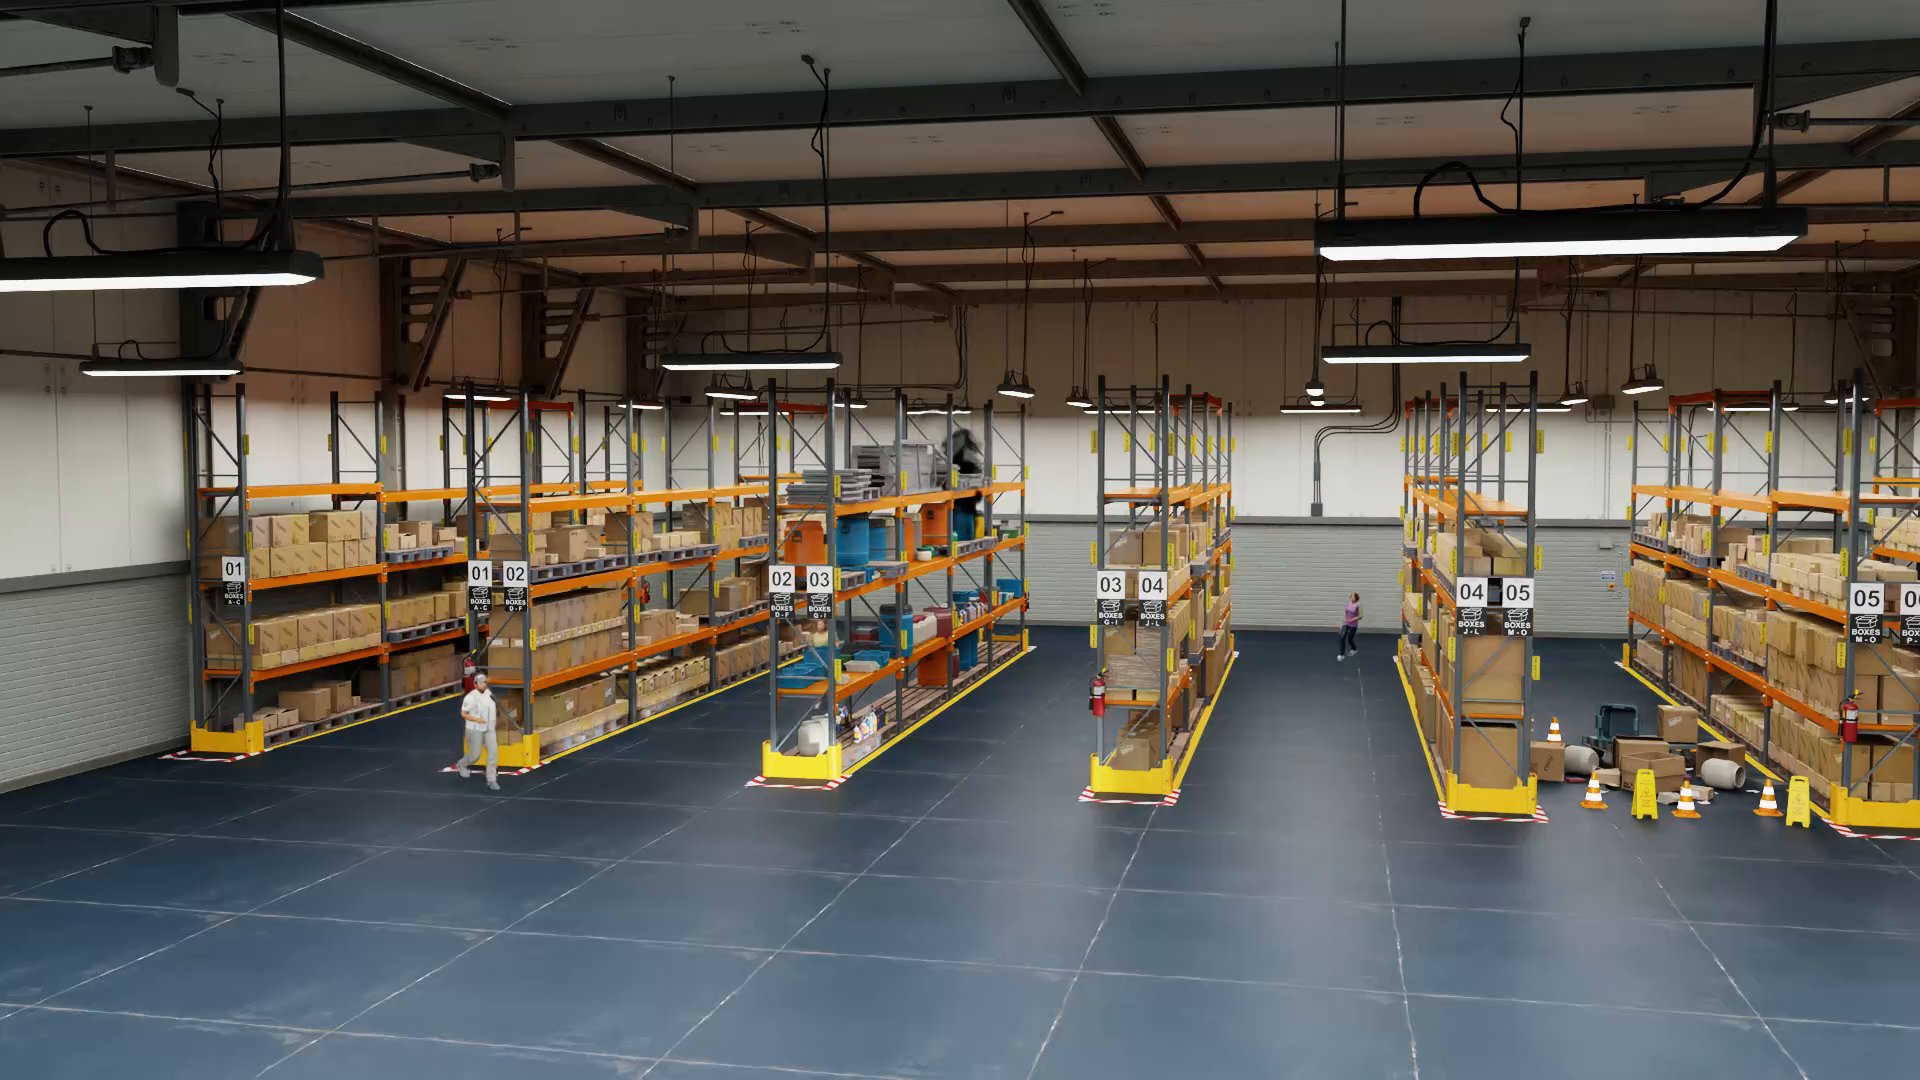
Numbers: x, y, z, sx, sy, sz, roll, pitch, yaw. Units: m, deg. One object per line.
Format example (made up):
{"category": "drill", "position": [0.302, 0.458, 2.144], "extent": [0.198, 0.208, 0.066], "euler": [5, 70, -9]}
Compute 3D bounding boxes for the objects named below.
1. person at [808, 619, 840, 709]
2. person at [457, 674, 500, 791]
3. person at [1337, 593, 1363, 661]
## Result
{"category": "person", "position": [-2.643, 2.335, 31.869], "extent": [0.588, 1.654, 0.952], "euler": [1, 3, 16]}
{"category": "person", "position": [-7.034, 2.795, 24.349], "extent": [0.875, 1.683, 0.622], "euler": [3, 4, 39]}
{"category": "person", "position": [9.080, 2.006, 38.598], "extent": [0.570, 1.581, 0.787], "euler": [3, 5, 44]}
